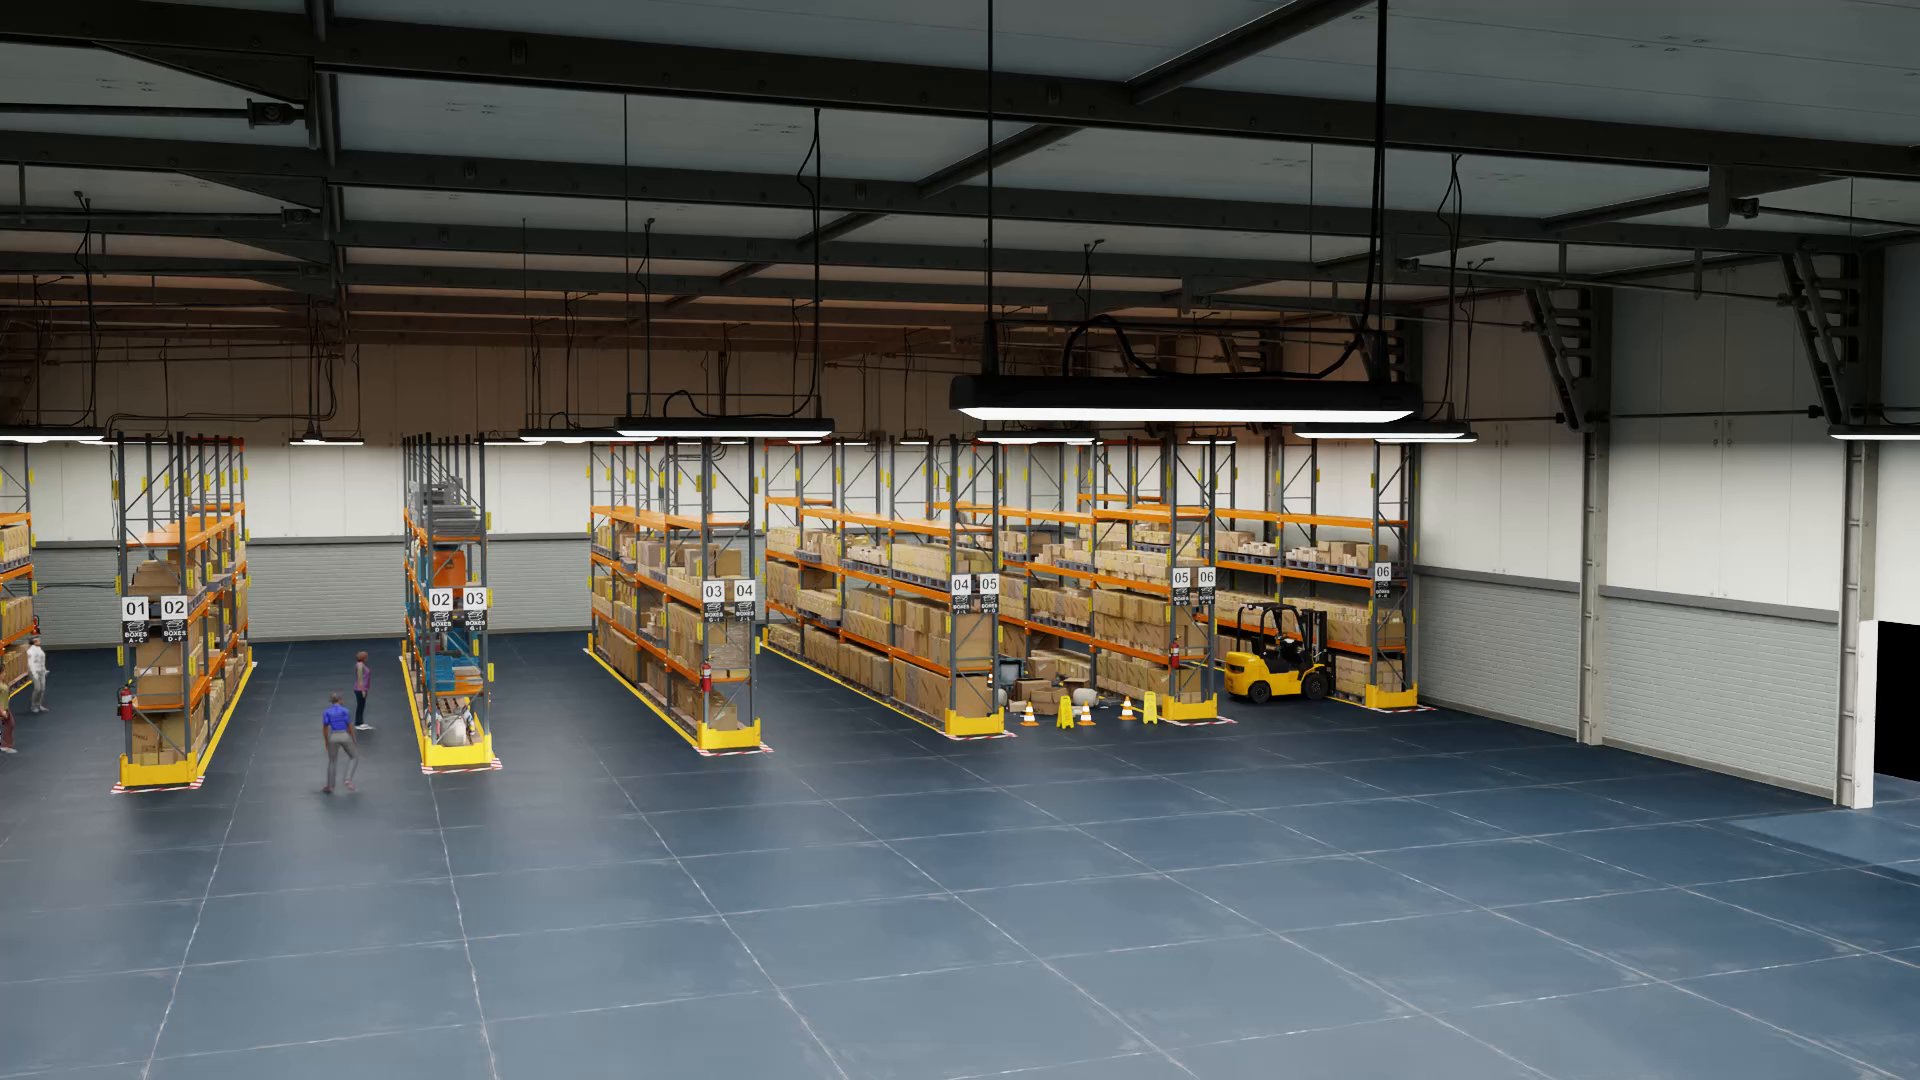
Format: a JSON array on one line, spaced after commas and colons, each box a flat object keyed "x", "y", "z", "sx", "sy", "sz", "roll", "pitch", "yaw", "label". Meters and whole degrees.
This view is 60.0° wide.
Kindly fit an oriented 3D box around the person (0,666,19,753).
[{"x": -17.893, "y": 3.190, "z": 30.995, "sx": 0.442, "sy": 1.698, "sz": 0.606, "roll": -1, "pitch": 3, "yaw": -12, "label": "person"}]

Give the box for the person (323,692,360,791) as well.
[{"x": -10.330, "y": 3.351, "z": 27.640, "sx": 0.599, "sy": 1.665, "sz": 0.386, "roll": 0, "pitch": 3, "yaw": -5, "label": "person"}]

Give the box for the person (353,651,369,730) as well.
[{"x": -12.157, "y": 3.059, "z": 33.773, "sx": 0.354, "sy": 1.590, "sz": 0.464, "roll": 0, "pitch": 3, "yaw": -6, "label": "person"}]

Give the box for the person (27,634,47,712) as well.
[{"x": -20.107, "y": 2.915, "z": 36.263, "sx": 0.374, "sy": 1.740, "sz": 0.505, "roll": 1, "pitch": 3, "yaw": 12, "label": "person"}]
